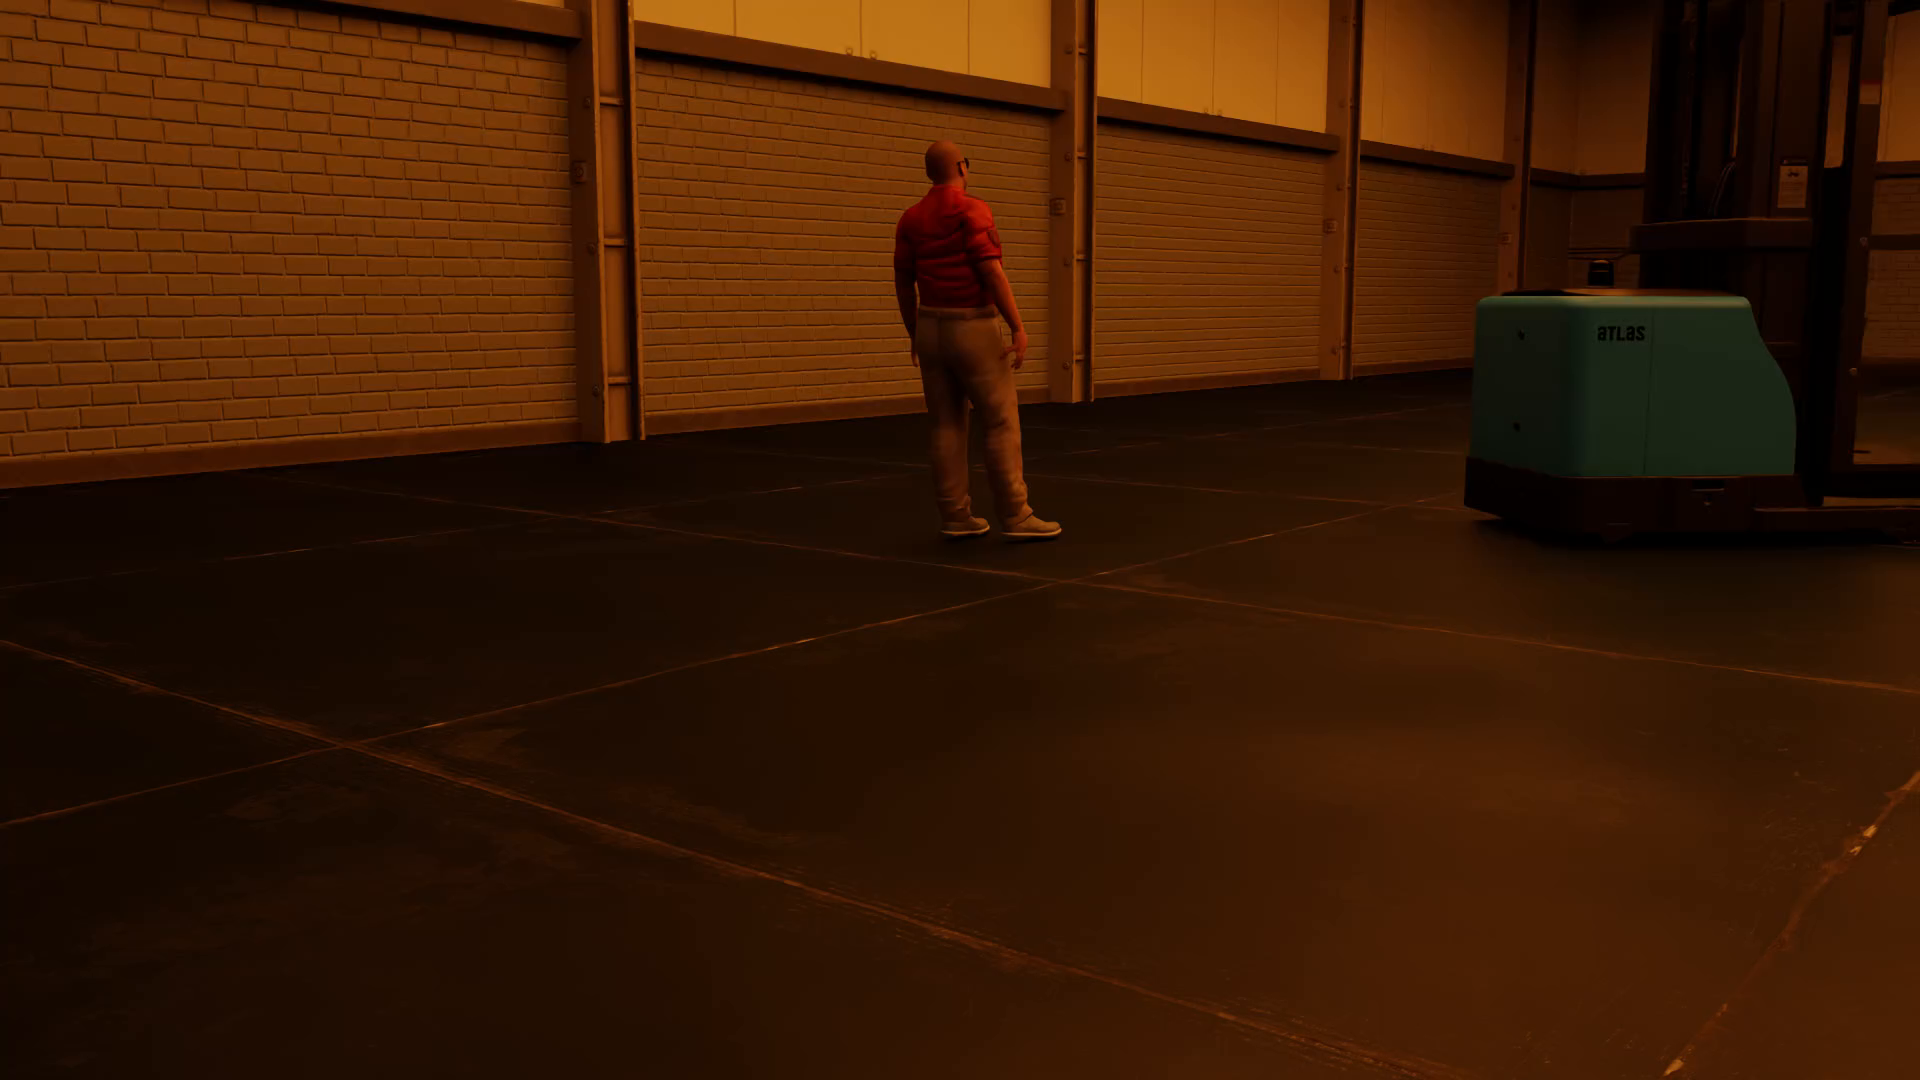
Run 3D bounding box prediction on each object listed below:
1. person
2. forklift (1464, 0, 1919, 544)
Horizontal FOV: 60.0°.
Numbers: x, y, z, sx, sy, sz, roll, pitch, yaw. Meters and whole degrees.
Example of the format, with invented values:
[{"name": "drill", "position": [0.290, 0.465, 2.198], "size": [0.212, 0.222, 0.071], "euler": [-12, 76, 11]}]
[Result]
[{"name": "person", "position": [0.065, -0.872, 7.341], "size": [0.642, 1.727, 0.550], "euler": [7, 11, 38]}, {"name": "forklift", "position": [3.992, -1.508, 7.588], "size": [3.031, 2.935, 1.130], "euler": [-1, 8, -7]}]
